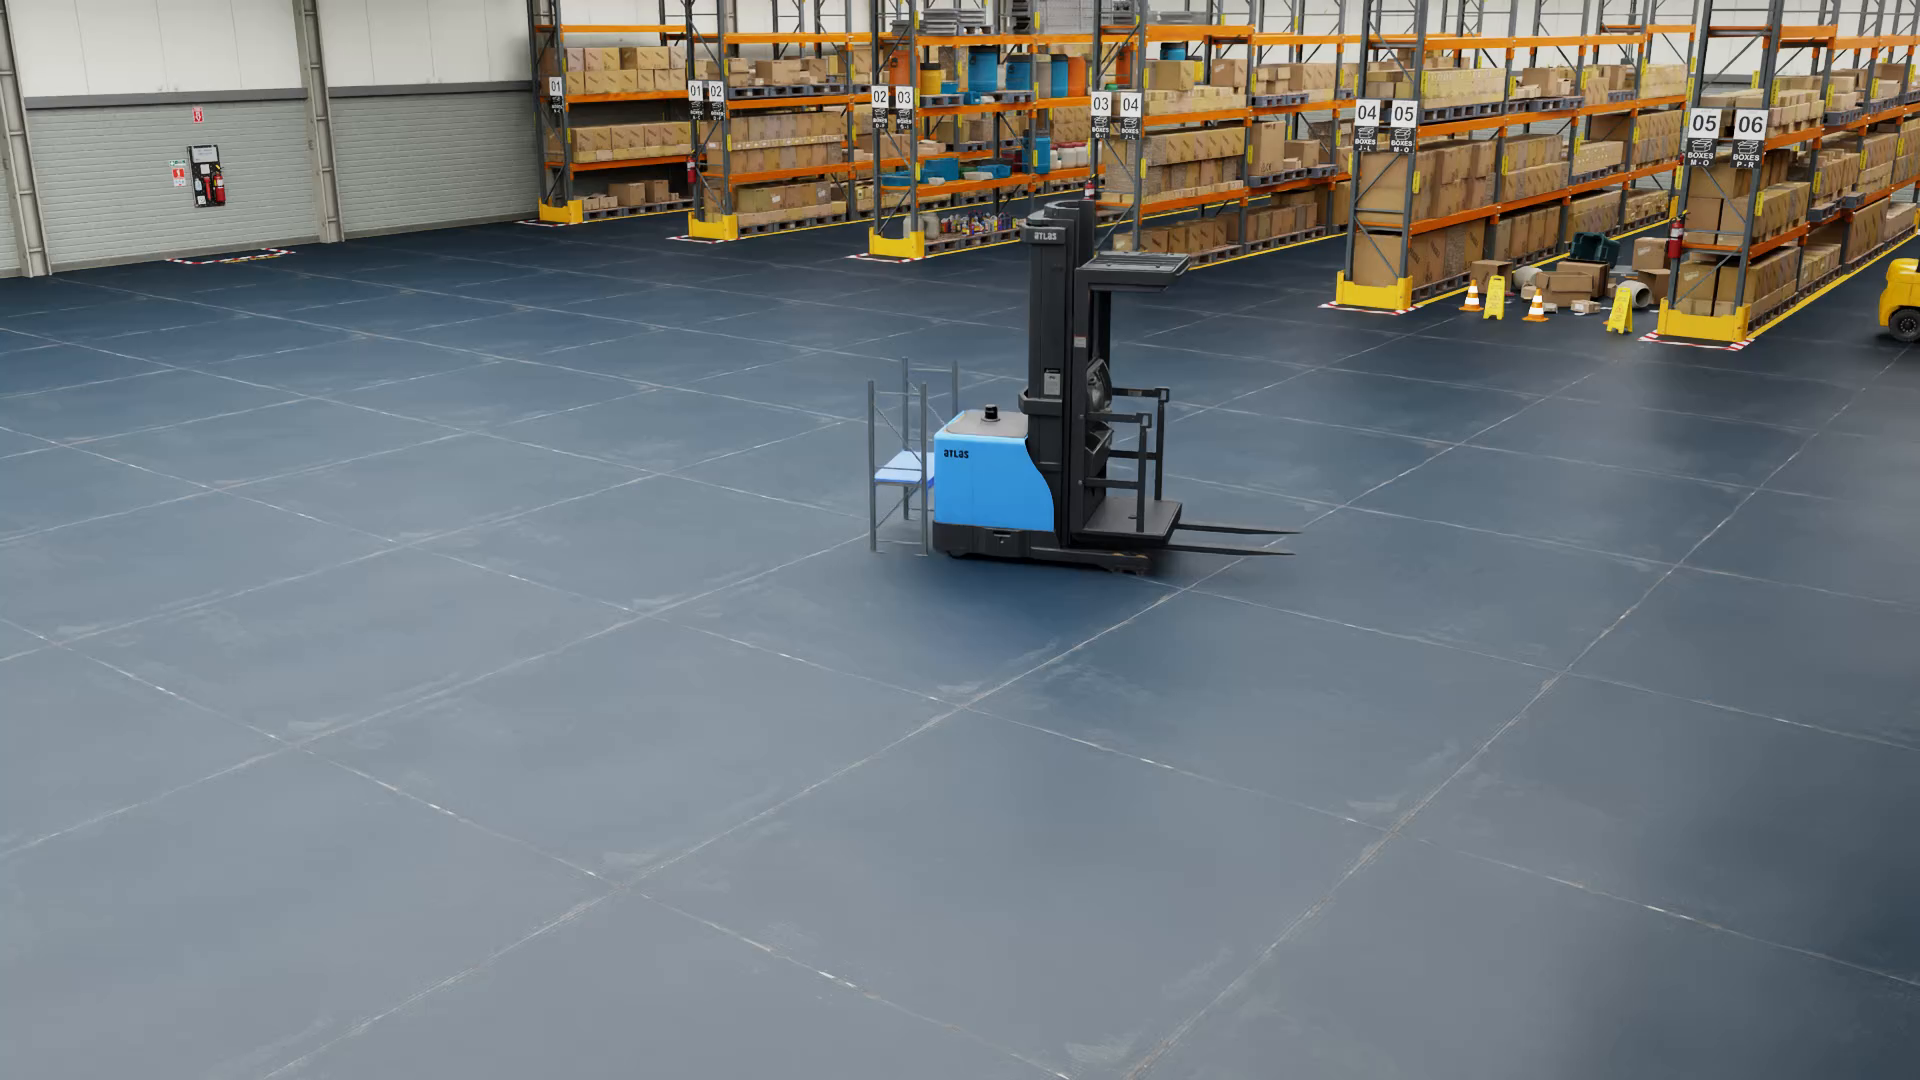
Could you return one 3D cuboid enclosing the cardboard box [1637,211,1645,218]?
[{"bbox_3d":[15.021,-7.259,37.014,0.380,0.149,0.250,12,21,33],"label":"cardboard box"}]

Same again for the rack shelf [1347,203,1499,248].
[{"bbox_3d":[7.847,-5.349,27.975,1.077,0.370,4.000,12,21,35],"label":"rack shelf"}]

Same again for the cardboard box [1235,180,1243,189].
[{"bbox_3d":[5.224,-6.846,32.008,0.380,0.149,0.250,12,21,35],"label":"cardboard box"}]

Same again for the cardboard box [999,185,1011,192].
[{"bbox_3d":[0.963,-9.217,42.692,0.500,0.500,0.500,12,21,33],"label":"cardboard box"}]

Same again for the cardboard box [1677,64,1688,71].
[{"bbox_3d":[16.227,-10.686,37.628,0.380,0.149,0.250,12,21,34],"label":"cardboard box"}]

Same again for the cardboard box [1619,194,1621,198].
[{"bbox_3d":[14.763,-7.692,37.402,0.380,0.149,0.250,12,21,35],"label":"cardboard box"}]

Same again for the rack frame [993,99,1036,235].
[{"bbox_3d":[1.138,-7.944,35.121,1.000,3.000,0.127,12,21,35],"label":"rack frame"}]

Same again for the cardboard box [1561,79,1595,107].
[{"bbox_3d":[11.976,-8.691,32.297,0.500,0.500,0.500,12,21,35],"label":"cardboard box"}]

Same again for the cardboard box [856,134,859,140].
[{"bbox_3d":[-2.985,-11.003,45.361,0.380,0.149,0.250,13,22,36],"label":"cardboard box"}]

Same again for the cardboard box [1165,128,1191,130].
[{"bbox_3d":[4.048,-7.436,31.127,0.500,0.500,0.500,12,21,35],"label":"cardboard box"}]

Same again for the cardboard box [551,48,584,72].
[{"bbox_3d":[-8.777,-10.759,37.237,0.500,0.500,0.500,11,20,31],"label":"cardboard box"}]

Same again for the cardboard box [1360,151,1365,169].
[{"bbox_3d":[8.615,-8.383,36.365,0.500,0.500,0.500,12,21,34],"label":"cardboard box"}]

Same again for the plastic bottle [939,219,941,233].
[{"bbox_3d":[-0.448,-6.451,34.149,0.061,0.283,0.133,13,22,36],"label":"plastic bottle"}]

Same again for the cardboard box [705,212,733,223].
[{"bbox_3d":[-5.139,-6.935,35.799,0.500,0.250,0.500,12,21,35],"label":"cardboard box"}]

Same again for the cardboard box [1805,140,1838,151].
[{"bbox_3d":[15.556,-6.965,30.114,0.500,0.500,0.500,12,21,33],"label":"cardboard box"}]

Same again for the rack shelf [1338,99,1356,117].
[{"bbox_3d":[8.691,-9.587,36.566,1.077,0.370,4.000,12,21,35],"label":"rack shelf"}]

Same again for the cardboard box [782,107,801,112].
[{"bbox_3d":[-4.373,-11.359,44.148,0.500,0.250,0.500,13,22,36],"label":"cardboard box"}]

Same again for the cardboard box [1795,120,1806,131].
[{"bbox_3d":[12.507,-6.259,25.059,0.380,0.149,0.250,13,22,36],"label":"cardboard box"}]

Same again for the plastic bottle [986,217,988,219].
[{"bbox_3d":[0.581,-6.542,34.444,0.061,0.283,0.133,12,21,35],"label":"plastic bottle"}]

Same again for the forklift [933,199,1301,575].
[{"bbox_3d":[1.344,-1.286,13.795,3.031,2.935,1.130,5,18,14],"label":"forklift"}]

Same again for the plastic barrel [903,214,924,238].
[{"bbox_3d":[-0.915,-6.174,32.908,0.421,0.512,0.421,0,17,0],"label":"plastic barrel"}]

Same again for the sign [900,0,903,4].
[{"bbox_3d":[-1.609,-14.856,45.554,0.100,0.325,0.005,12,21,35],"label":"sign"}]

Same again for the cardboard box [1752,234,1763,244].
[{"bbox_3d":[11.422,-4.401,24.135,0.380,0.149,0.250,12,21,33],"label":"cardboard box"}]

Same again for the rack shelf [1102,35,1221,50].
[{"bbox_3d":[4.713,-11.704,38.999,1.077,0.370,4.000,12,21,35],"label":"rack shelf"}]

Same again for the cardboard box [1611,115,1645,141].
[{"bbox_3d":[14.270,-8.806,35.539,0.500,0.500,0.500,13,22,36],"label":"cardboard box"}]

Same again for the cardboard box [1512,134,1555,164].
[{"bbox_3d":[10.847,-7.421,31.580,0.700,0.500,0.500,12,21,34],"label":"cardboard box"}]

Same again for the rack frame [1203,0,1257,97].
[{"bbox_3d":[5.116,-9.934,31.413,1.000,3.000,0.127,12,21,35],"label":"rack frame"}]

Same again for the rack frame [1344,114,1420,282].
[{"bbox_3d":[6.656,-5.216,26.335,1.000,3.000,0.127,12,21,35],"label":"rack frame"}]

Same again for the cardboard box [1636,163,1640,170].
[{"bbox_3d":[14.615,-8.175,36.287,0.380,0.149,0.250,11,21,32],"label":"cardboard box"}]

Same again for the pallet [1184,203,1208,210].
[{"bbox_3d":[5.412,-8.342,41.102,1.003,0.211,1.213,12,21,35],"label":"pallet"}]

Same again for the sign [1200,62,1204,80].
[{"bbox_3d":[4.668,-9.034,32.036,0.100,0.325,0.005,12,21,35],"label":"sign"}]

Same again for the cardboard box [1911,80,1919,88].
[{"bbox_3d":[19.843,-9.500,34.619,0.380,0.149,0.250,11,20,31],"label":"cardboard box"}]

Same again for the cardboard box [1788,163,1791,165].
[{"bbox_3d":[13.166,-5.859,27.027,0.500,0.500,0.500,12,21,34],"label":"cardboard box"}]

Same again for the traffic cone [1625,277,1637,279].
[{"bbox_3d":[12.059,-4.895,29.579,0.336,0.463,0.334,12,21,35],"label":"traffic cone"}]

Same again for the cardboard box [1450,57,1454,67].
[{"bbox_3d":[11.567,-11.410,40.177,0.700,0.500,0.500,12,21,33],"label":"cardboard box"}]

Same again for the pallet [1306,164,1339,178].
[{"bbox_3d":[7.160,-7.742,34.792,1.213,0.211,1.003,12,21,35],"label":"pallet"}]

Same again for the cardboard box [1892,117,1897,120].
[{"bbox_3d":[19.692,-8.901,35.252,0.380,0.149,0.250,13,22,36],"label":"cardboard box"}]

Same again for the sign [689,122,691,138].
[{"bbox_3d":[-5.649,-8.633,34.987,0.100,0.325,0.005,12,21,35],"label":"sign"}]

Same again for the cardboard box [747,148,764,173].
[{"bbox_3d":[-4.624,-8.151,35.616,0.700,0.500,0.500,13,22,36],"label":"cardboard box"}]

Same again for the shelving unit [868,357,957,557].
[{"bbox_3d":[-0.396,-0.743,14.459,0.538,1.500,1.048,4,18,14],"label":"shelving unit"}]

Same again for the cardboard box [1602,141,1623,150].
[{"bbox_3d":[13.723,-8.309,35.006,0.380,0.149,0.250,14,22,37],"label":"cardboard box"}]

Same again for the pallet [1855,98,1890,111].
[{"bbox_3d":[16.463,-8.043,30.698,1.003,0.211,1.213,14,22,37],"label":"pallet"}]

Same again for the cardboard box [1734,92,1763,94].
[{"bbox_3d":[11.765,-6.609,24.842,0.380,0.149,0.250,13,21,36],"label":"cardboard box"}]

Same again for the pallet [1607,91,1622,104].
[{"bbox_3d":[12.737,-9.041,33.911,1.213,0.211,1.003,12,21,35],"label":"pallet"}]

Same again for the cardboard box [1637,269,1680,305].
[{"bbox_3d":[11.343,-4.111,26.986,0.500,0.500,0.500,-4,18,-13],"label":"cardboard box"}]

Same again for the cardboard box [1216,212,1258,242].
[{"bbox_3d":[5.499,-6.228,33.067,0.700,0.500,0.500,11,20,31],"label":"cardboard box"}]

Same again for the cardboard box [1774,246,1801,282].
[{"bbox_3d":[12.938,-4.375,26.291,0.500,0.500,0.500,12,21,34],"label":"cardboard box"}]

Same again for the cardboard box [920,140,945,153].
[{"bbox_3d":[-0.706,-9.652,40.769,0.500,0.311,0.500,14,22,38],"label":"cardboard box"}]

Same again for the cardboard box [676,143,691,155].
[{"bbox_3d":[-6.857,-9.467,40.242,0.500,0.250,0.500,12,21,35],"label":"cardboard box"}]

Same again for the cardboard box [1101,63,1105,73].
[{"bbox_3d":[3.612,-12.873,45.345,0.500,0.250,0.500,12,21,35],"label":"cardboard box"}]

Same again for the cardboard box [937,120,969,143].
[{"bbox_3d":[-0.170,-10.192,41.480,0.700,0.500,0.500,5,18,16],"label":"cardboard box"}]

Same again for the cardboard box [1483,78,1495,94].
[{"bbox_3d":[8.650,-7.637,27.947,0.500,0.250,0.500,12,21,34],"label":"cardboard box"}]

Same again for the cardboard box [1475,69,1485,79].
[{"bbox_3d":[8.474,-7.725,27.560,0.380,0.149,0.250,13,21,35],"label":"cardboard box"}]

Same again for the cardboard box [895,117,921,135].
[{"bbox_3d":[-1.715,-11.870,47.256,0.980,0.700,0.700,13,21,36],"label":"cardboard box"}]

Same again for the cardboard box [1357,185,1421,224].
[{"bbox_3d":[6.840,-5.384,26.623,0.875,0.550,0.550,12,21,35],"label":"cardboard box"}]

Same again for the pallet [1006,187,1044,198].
[{"bbox_3d":[1.475,-9.194,43.846,1.003,0.211,1.213,12,21,35],"label":"pallet"}]

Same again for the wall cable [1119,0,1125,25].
[{"bbox_3d":[6.161,-17.153,51.379,3.097,2.526,0.112,12,21,35],"label":"wall cable"}]

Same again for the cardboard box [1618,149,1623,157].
[{"bbox_3d":[13.727,-8.167,35.052,0.380,0.149,0.250,13,22,36],"label":"cardboard box"}]

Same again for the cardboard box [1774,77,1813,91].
[{"bbox_3d":[13.318,-7.279,26.621,0.500,0.250,0.500,13,21,36],"label":"cardboard box"}]
